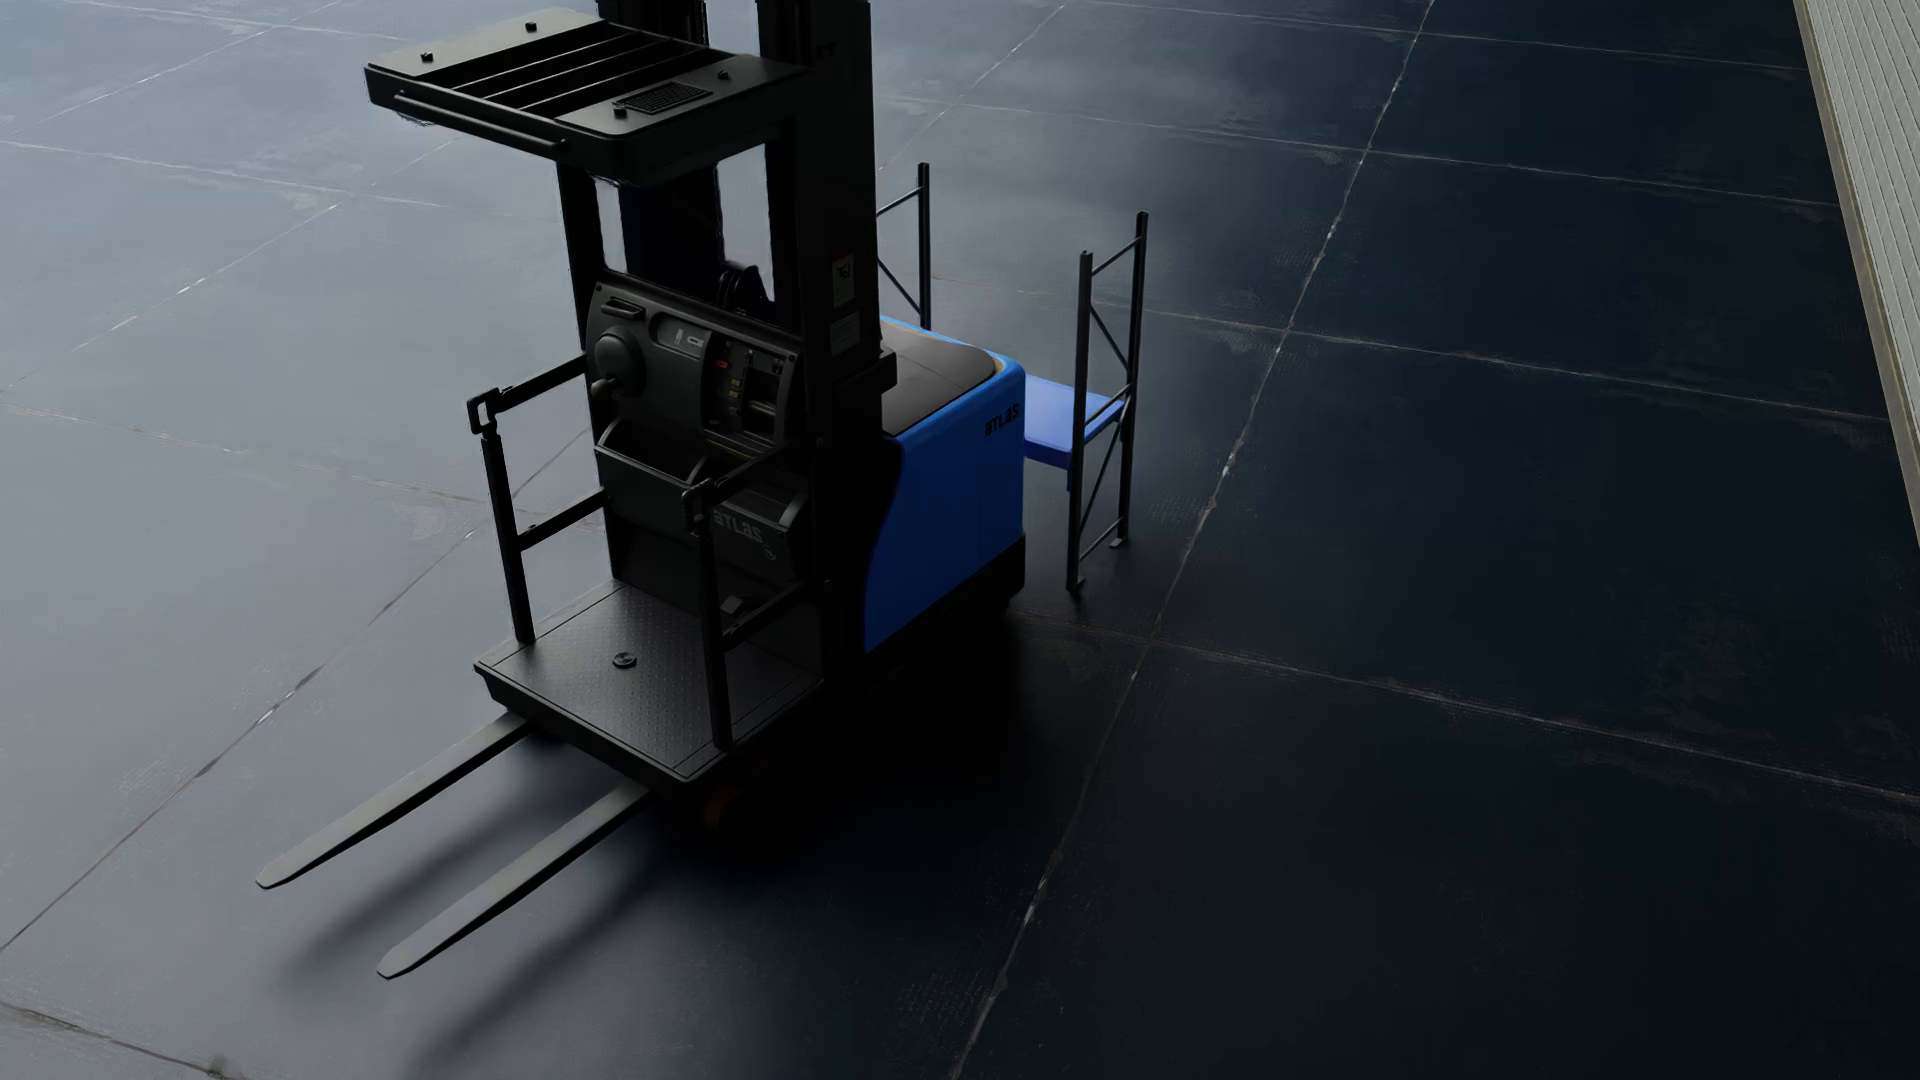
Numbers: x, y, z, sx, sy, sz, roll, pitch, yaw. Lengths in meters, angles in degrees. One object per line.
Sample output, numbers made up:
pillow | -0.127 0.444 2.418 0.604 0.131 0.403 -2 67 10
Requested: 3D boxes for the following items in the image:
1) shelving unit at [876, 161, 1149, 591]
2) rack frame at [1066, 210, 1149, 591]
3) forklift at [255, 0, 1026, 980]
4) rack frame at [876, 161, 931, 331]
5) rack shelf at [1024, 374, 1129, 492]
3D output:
shelving unit | 0.157 -0.682 6.924 1.048 1.500 0.538 19 37 27
rack frame | 0.587 -0.535 6.696 0.032 1.500 0.500 19 37 27
forklift | -1.023 -0.525 5.362 1.130 2.935 3.031 22 39 30
rack frame | -0.273 -0.829 7.151 0.032 1.500 0.500 19 37 27
rack shelf | 0.157 -0.531 7.021 1.000 0.185 0.538 19 37 27
